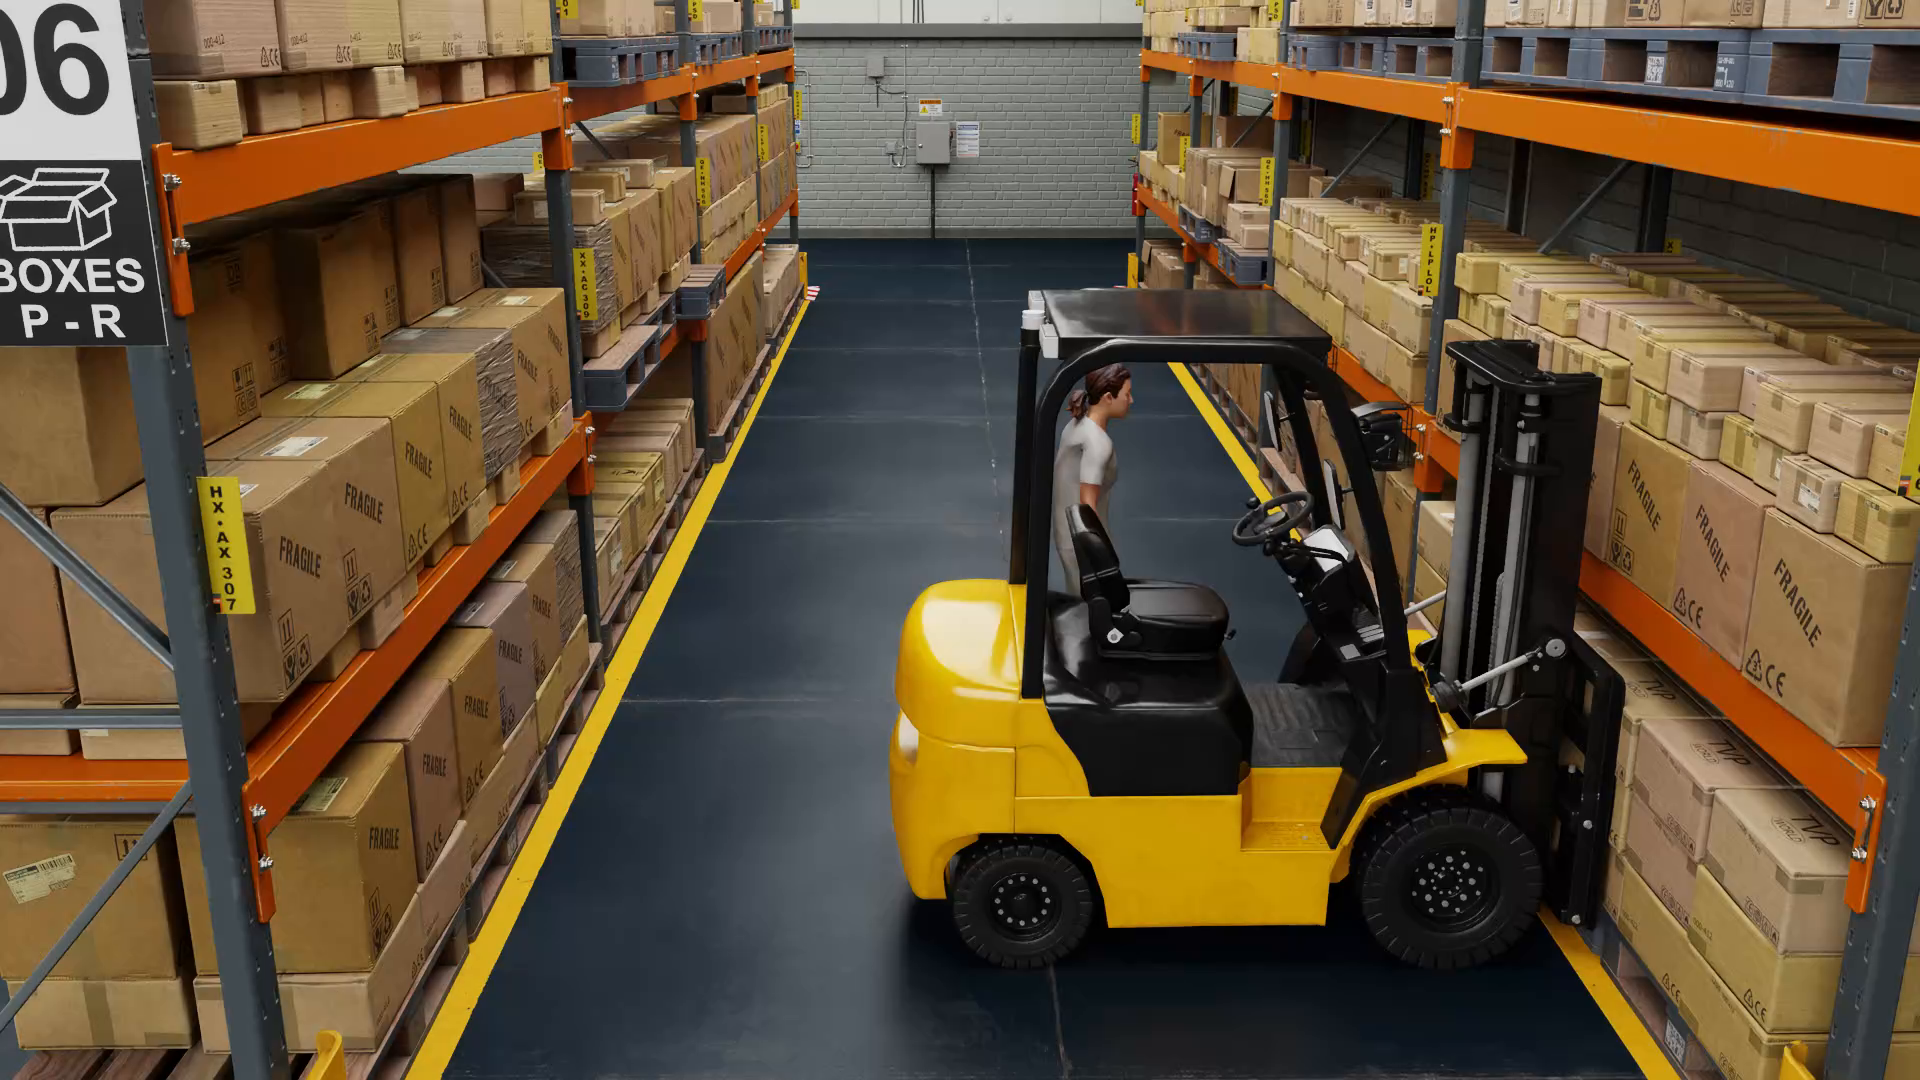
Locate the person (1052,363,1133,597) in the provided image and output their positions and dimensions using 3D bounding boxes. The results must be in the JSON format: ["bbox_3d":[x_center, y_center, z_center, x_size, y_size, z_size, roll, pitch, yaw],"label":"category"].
[{"bbox_3d":[0.590,0.034,7.475,0.352,1.652,0.495,0,17,-1],"label":"person"}]
